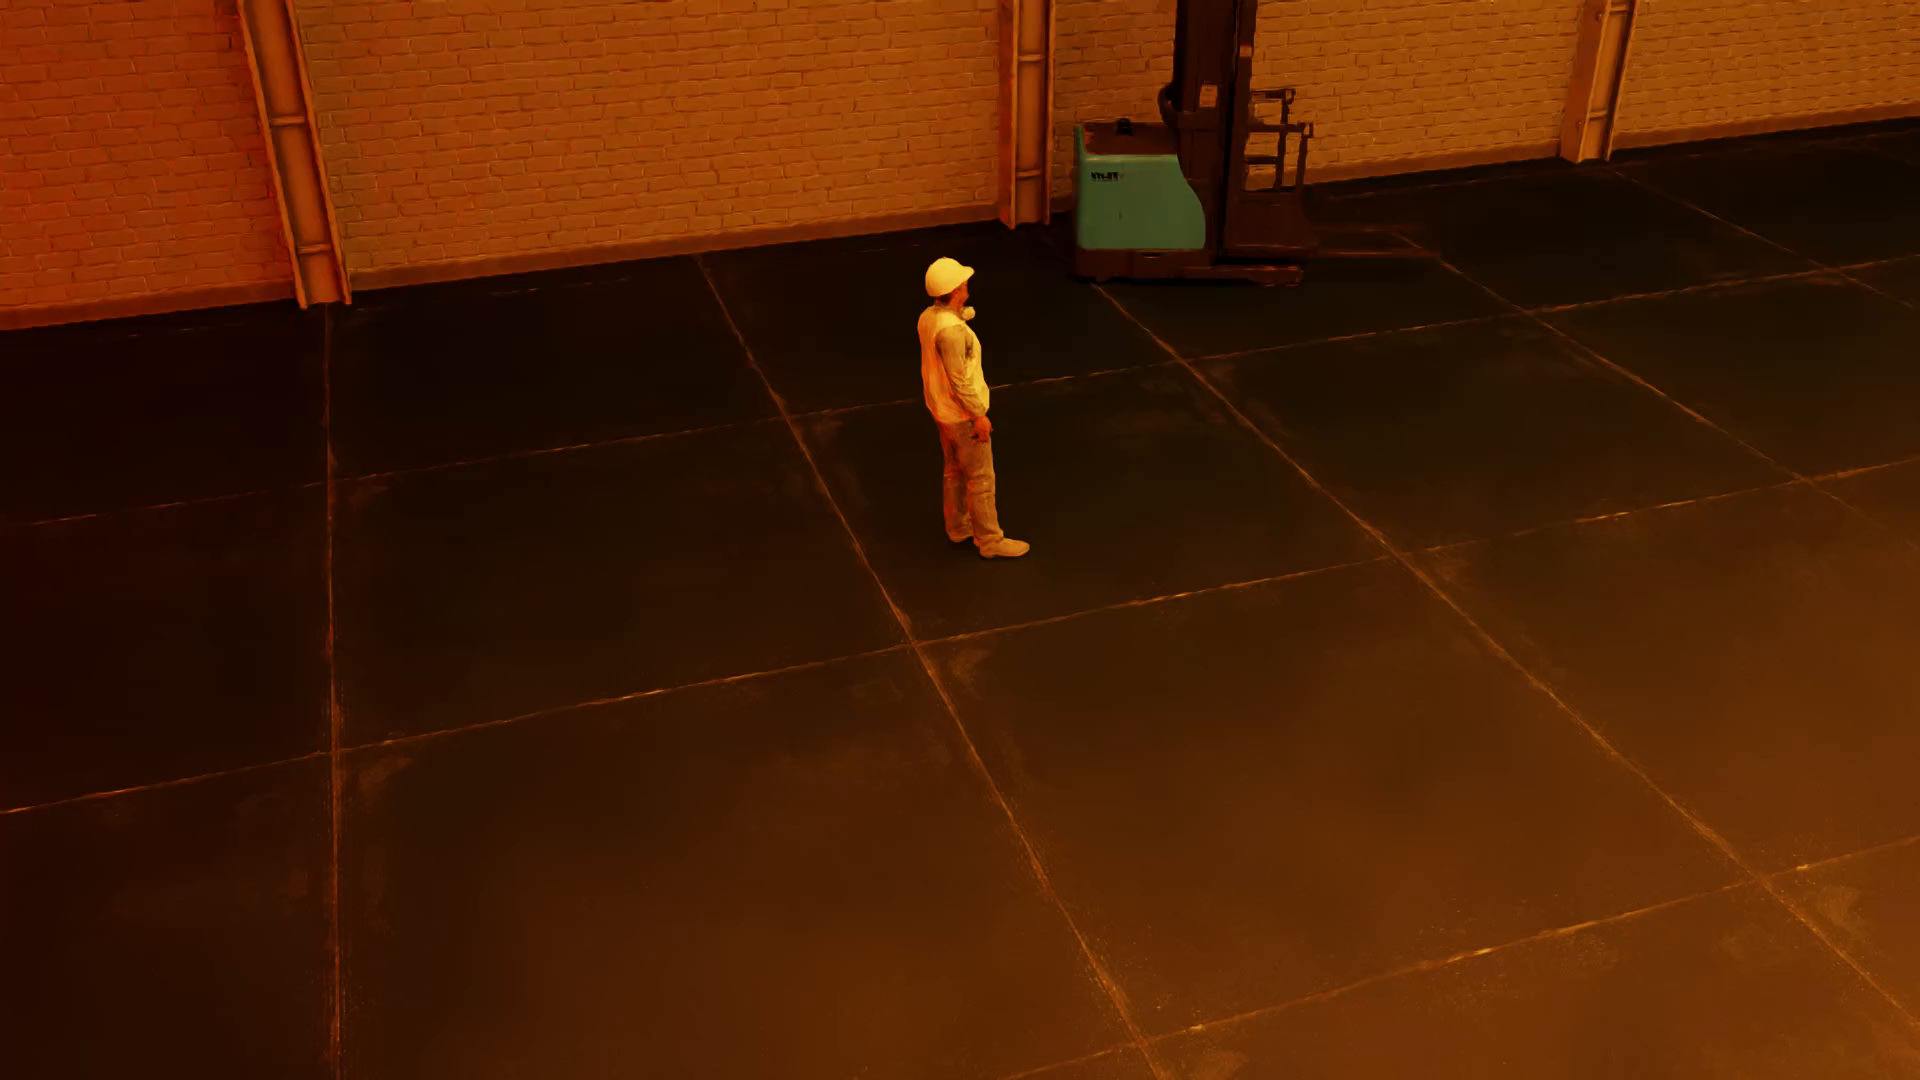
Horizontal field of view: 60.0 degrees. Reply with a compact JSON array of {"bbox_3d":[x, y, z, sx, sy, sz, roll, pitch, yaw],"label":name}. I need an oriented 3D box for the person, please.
[{"bbox_3d":[0.062,-0.781,9.591,0.567,1.773,0.632,-10,31,-16],"label":"person"}]

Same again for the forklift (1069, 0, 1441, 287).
[{"bbox_3d":[2.449,-3.613,13.366,3.031,2.935,1.130,1,30,1],"label":"forklift"}]
